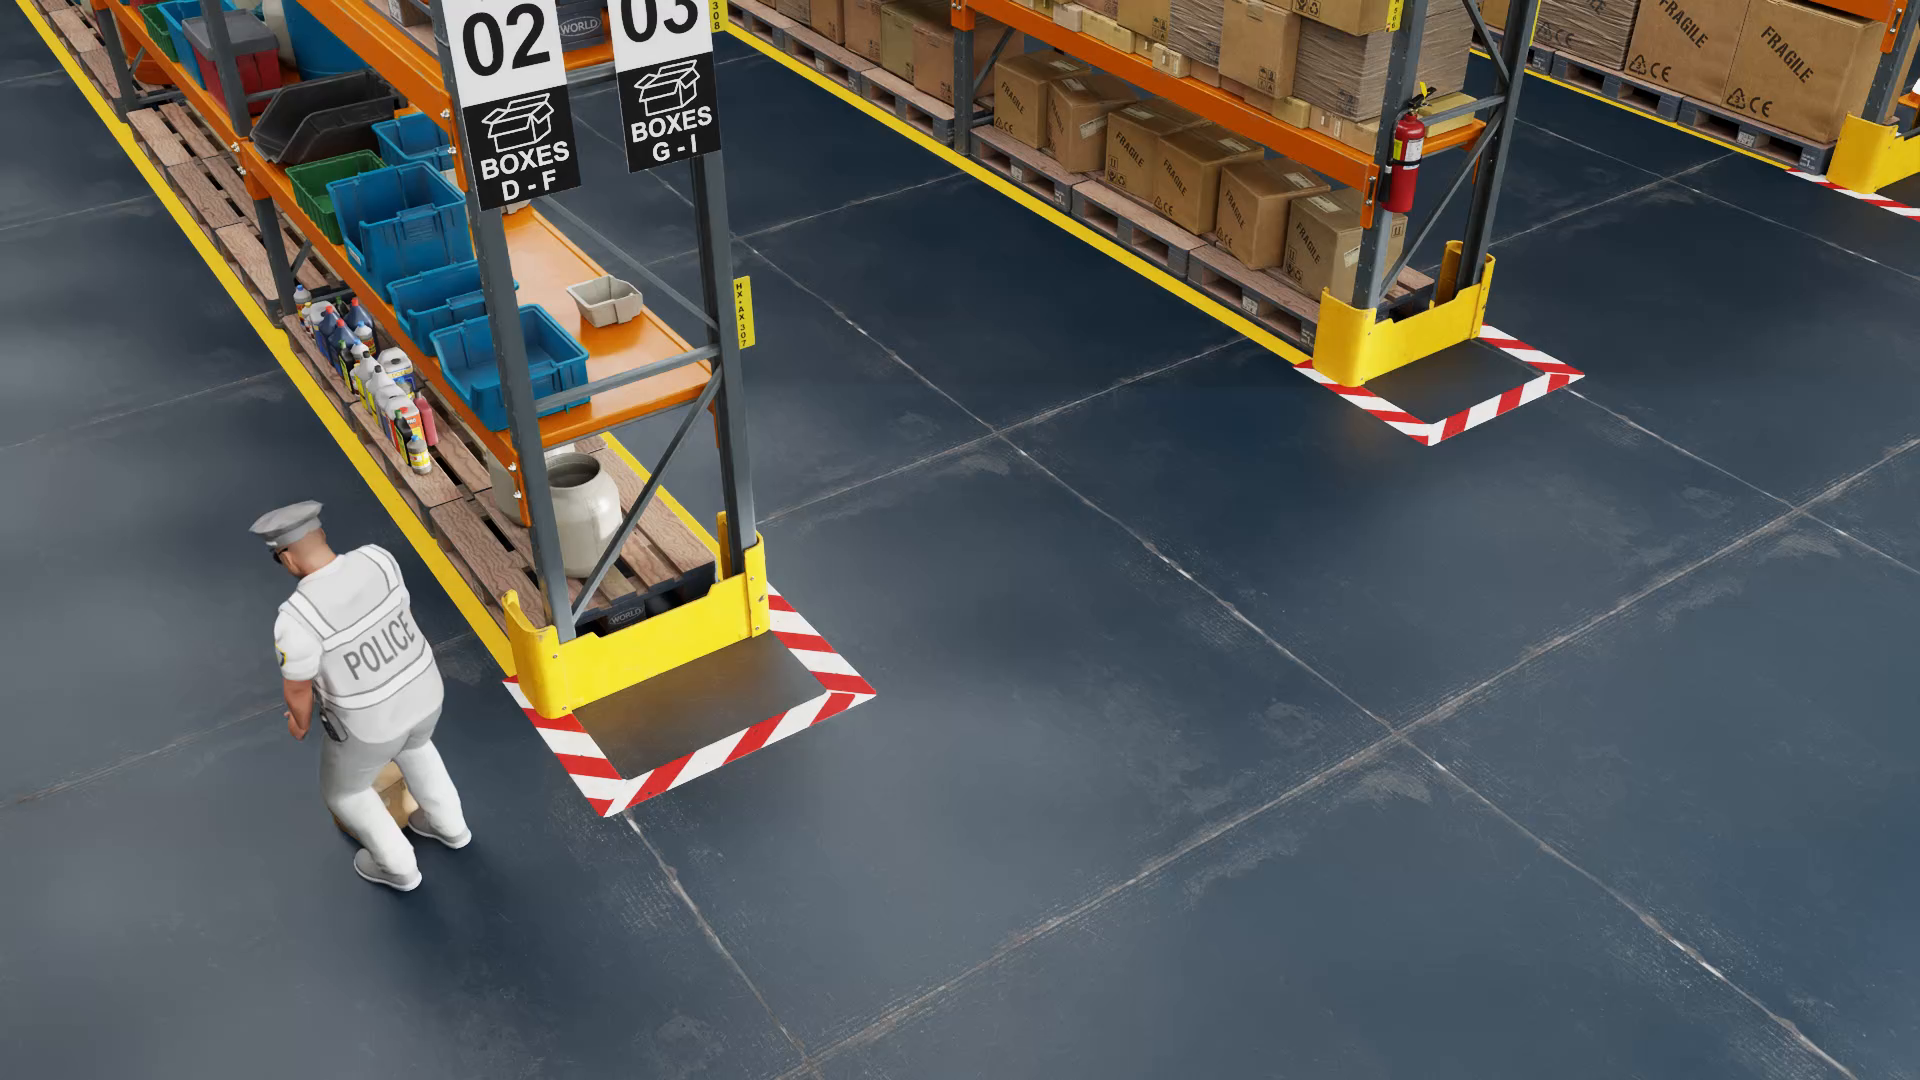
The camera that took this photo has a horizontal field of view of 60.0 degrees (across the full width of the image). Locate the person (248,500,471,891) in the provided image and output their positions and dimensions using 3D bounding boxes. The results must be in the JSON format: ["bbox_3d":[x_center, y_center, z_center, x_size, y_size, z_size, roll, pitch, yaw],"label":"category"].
[{"bbox_3d":[-2.235,0.608,6.238,0.539,1.678,0.564,21,41,27],"label":"person"}]
